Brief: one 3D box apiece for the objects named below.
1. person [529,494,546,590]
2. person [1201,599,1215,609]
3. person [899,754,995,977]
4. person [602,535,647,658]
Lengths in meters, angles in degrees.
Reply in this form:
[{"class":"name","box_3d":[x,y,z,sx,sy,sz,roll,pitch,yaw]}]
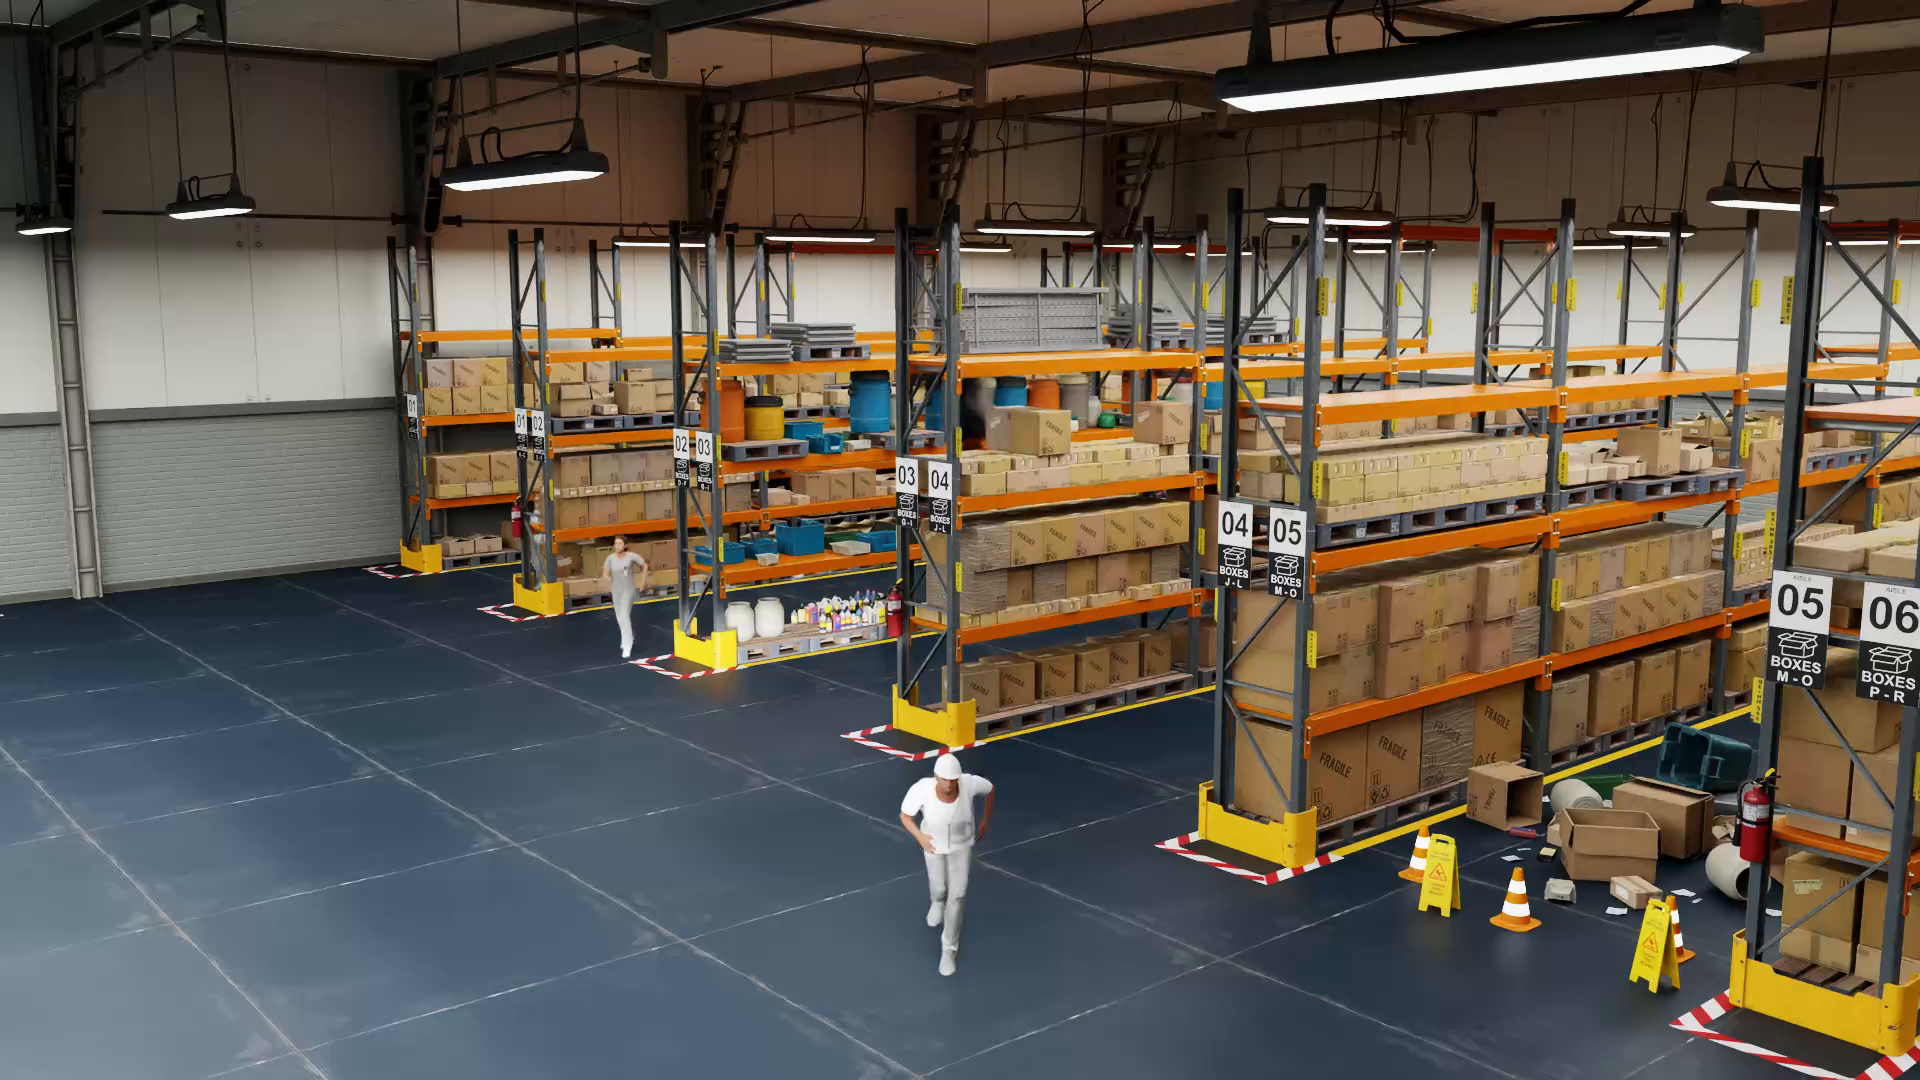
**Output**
[{"class":"person","box_3d":[-7.063,0.031,28.148,0.609,1.654,0.592,6,11,35]},{"class":"person","box_3d":[3.742,0.359,25.419,0.674,1.510,0.769,7,11,38]},{"class":"person","box_3d":[-0.106,2.393,12.890,0.743,1.714,1.057,-1,9,-7]},{"class":"person","box_3d":[-4.705,0.786,23.331,0.575,1.739,0.742,2,9,11]}]
